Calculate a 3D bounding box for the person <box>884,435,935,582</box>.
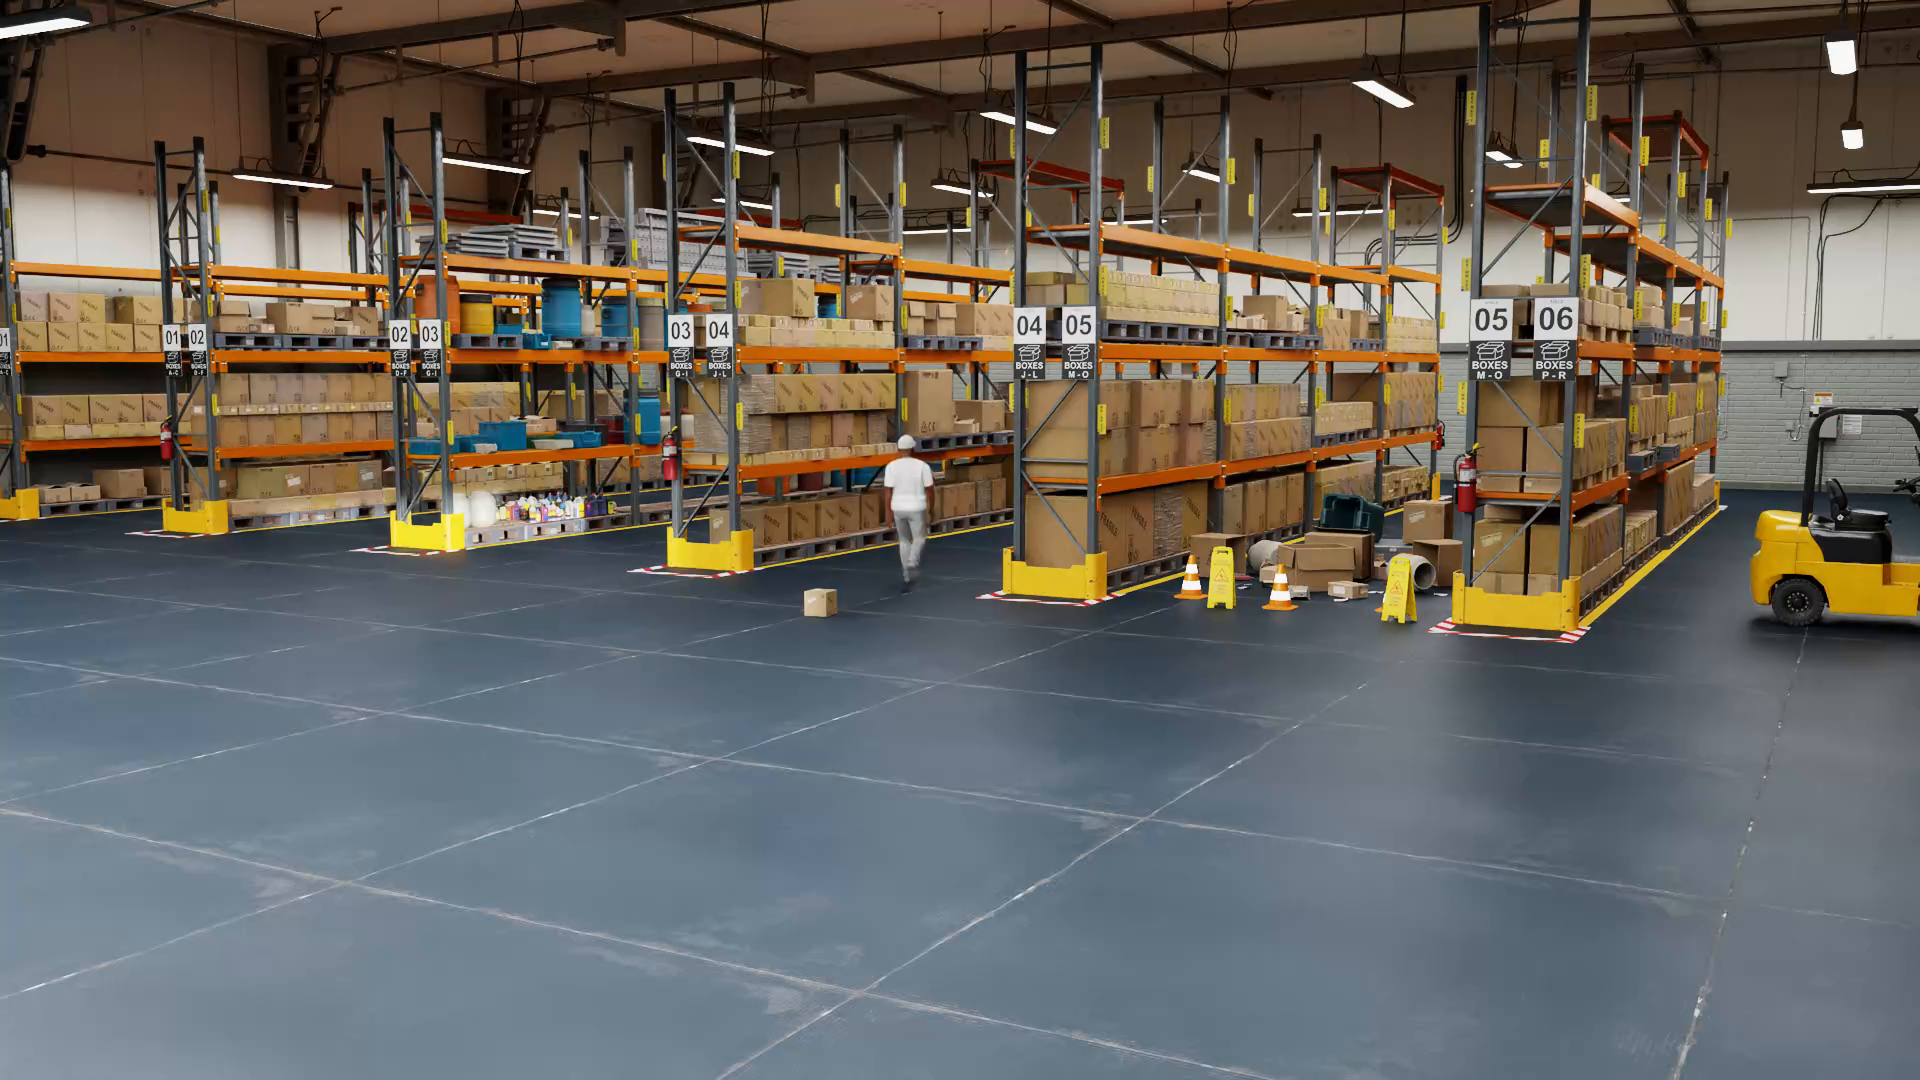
[{"bbox_3d":[-0.587,-0.353,19.385,0.575,1.741,0.842,1,6,10],"label":"person"}]
